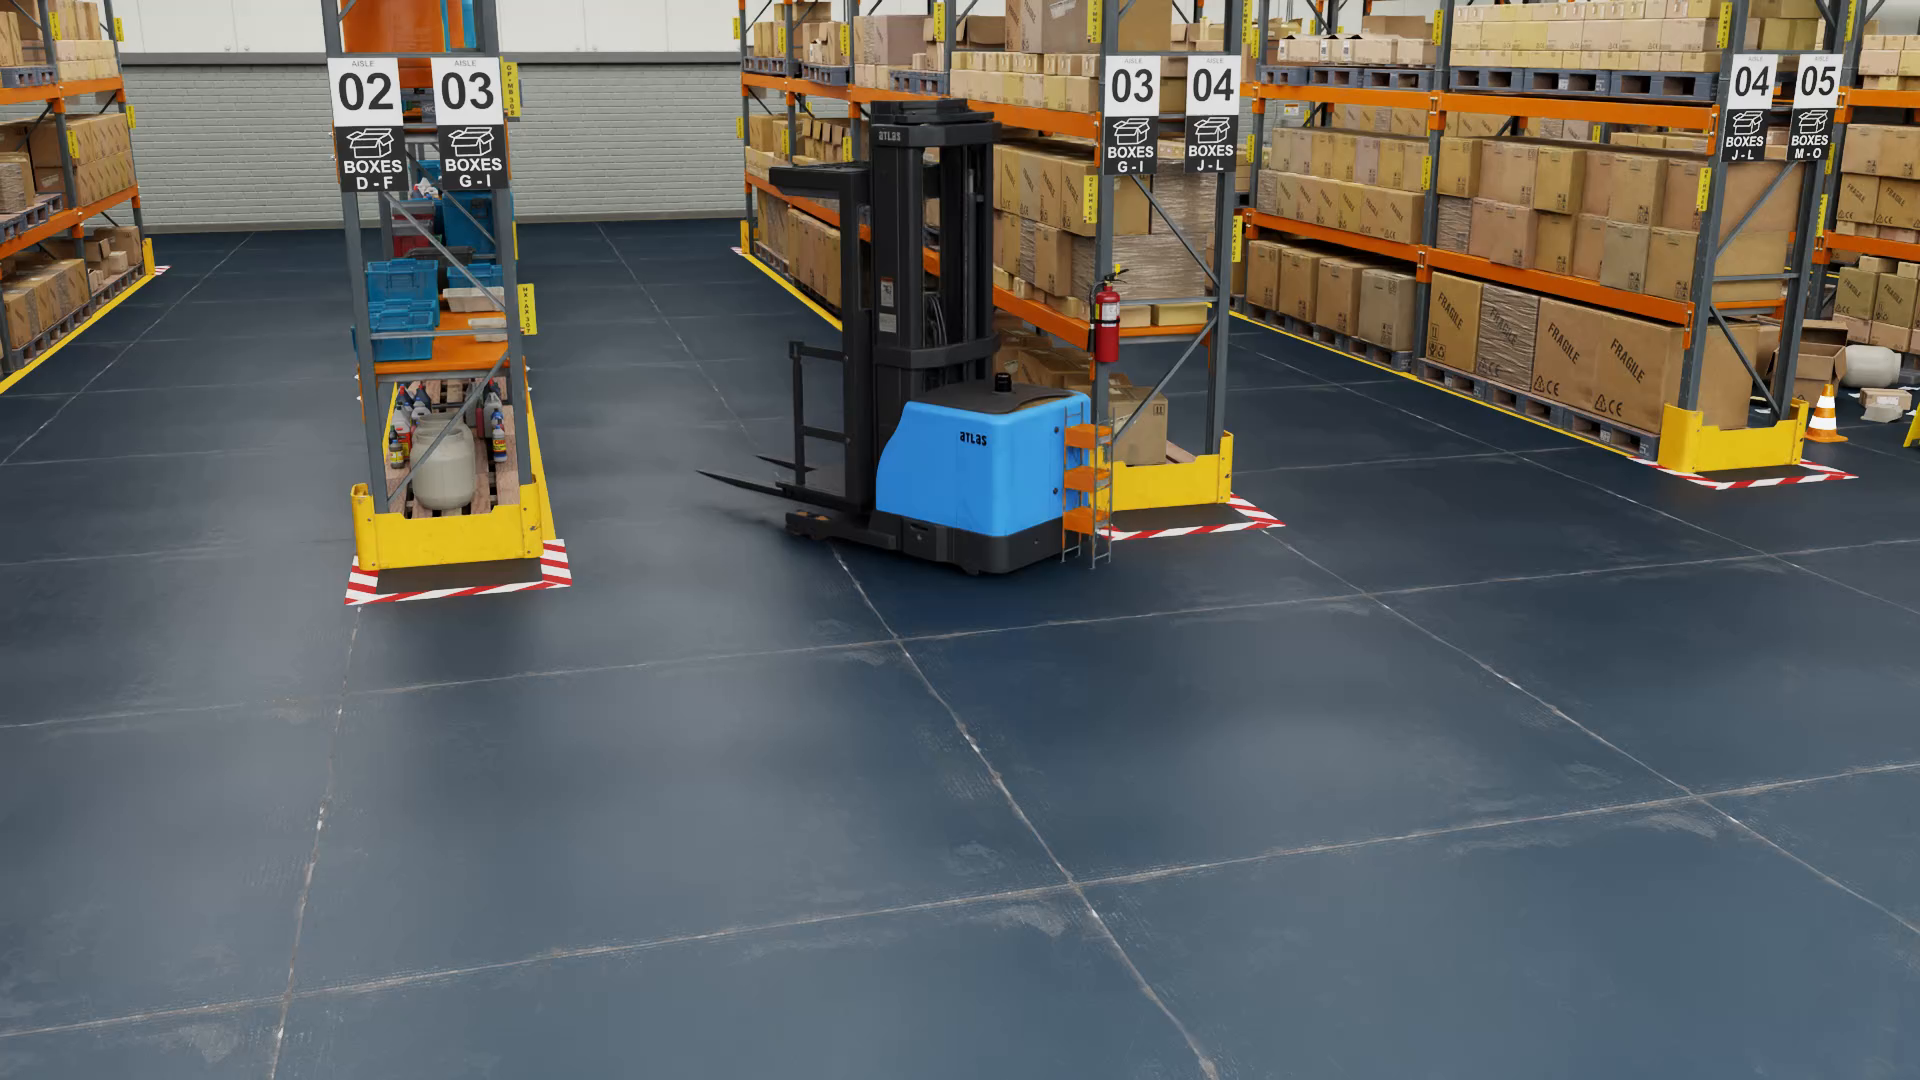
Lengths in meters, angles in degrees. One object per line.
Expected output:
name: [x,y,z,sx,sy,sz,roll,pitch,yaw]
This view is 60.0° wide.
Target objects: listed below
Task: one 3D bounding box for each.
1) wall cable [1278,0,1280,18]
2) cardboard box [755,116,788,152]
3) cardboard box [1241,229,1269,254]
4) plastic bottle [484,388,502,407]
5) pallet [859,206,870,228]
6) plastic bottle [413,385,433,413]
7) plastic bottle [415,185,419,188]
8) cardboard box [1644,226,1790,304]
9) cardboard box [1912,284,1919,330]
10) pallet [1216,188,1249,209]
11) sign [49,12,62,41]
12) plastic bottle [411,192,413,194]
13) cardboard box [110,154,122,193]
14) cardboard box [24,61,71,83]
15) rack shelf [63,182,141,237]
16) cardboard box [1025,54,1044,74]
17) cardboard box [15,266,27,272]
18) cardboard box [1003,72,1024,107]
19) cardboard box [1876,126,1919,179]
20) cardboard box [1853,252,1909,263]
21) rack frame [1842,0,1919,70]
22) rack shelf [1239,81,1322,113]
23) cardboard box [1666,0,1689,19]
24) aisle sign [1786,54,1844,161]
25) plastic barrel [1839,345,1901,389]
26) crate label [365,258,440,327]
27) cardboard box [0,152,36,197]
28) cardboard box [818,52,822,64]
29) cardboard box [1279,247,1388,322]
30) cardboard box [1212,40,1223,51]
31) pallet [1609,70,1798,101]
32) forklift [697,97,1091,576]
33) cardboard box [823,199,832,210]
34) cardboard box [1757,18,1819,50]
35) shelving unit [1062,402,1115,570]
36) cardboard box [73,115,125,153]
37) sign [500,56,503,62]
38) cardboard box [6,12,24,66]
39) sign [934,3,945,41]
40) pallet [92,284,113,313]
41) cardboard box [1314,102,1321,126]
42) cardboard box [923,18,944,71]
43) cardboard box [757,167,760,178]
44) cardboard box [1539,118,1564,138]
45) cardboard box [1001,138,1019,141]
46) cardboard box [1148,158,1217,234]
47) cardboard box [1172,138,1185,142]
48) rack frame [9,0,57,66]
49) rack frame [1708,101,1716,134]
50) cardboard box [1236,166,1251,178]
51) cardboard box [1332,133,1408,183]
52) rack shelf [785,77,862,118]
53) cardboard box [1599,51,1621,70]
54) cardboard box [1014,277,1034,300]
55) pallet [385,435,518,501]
wall cable: [5.468,-11.393,33.737,2.355,3.000,0.029,-5,17,-15]
cardboard box: [-2.792,-6.121,25.054,0.500,0.500,0.500,-5,17,-17]
cardboard box: [3.605,-3.809,21.230,0.500,0.250,0.500,-5,17,-17]
plastic bottle: [-3.819,-1.060,13.605,0.144,0.351,0.185,-5,17,-16]
pallet: [-0.453,-3.633,18.665,1.213,0.211,1.003,-5,17,-15]
plastic bottle: [-4.453,-1.113,13.782,0.144,0.351,0.185,-5,17,-15]
plastic bottle: [-6.746,-4.273,20.686,0.097,0.271,0.097,0,17,0]
cardboard box: [6.099,-2.235,13.419,0.875,0.550,0.550,-5,17,-15]
cardboard box: [10.078,-2.358,16.836,0.500,0.500,0.500,-4,17,-12]
pallet: [3.747,-4.374,21.134,1.213,0.211,1.003,-5,17,-15]
sign: [-10.844,-6.155,19.932,0.100,0.325,0.005,-5,17,-15]
plastic bottle: [-6.436,-3.948,19.585,0.061,0.283,0.133,-5,17,-15]
cardboard box: [-11.813,-5.008,22.736,0.500,0.500,0.500,-5,17,-15]
cardboard box: [-11.272,-5.756,20.448,0.500,0.250,0.500,-5,17,-15]
rack shelf: [-11.926,-4.446,22.290,1.077,0.370,4.000,-5,17,-15]
cardboard box: [0.720,-3.669,12.805,0.380,0.149,0.250,-6,18,-18]
cardboard box: [-11.321,-2.951,19.644,0.500,0.500,0.500,-4,17,-14]
cardboard box: [0.655,-3.597,13.261,0.500,0.250,0.500,-5,17,-16]
cardboard box: [9.908,-3.978,17.051,0.700,0.500,0.500,-5,17,-15]
cardboard box: [13.226,-4.194,23.816,0.500,0.500,0.500,-4,17,-14]
rack frame: [9.876,-6.464,17.327,1.000,3.000,0.127,-5,17,-15]
rack shelf: [3.496,-5.923,21.992,1.077,0.370,4.000,-5,17,-15]
cardboard box: [5.758,-4.147,12.978,0.380,0.149,0.250,-5,17,-15]
aisle sign: [6.552,-3.314,12.751,0.394,0.787,0.004,-5,17,-15]
plastic barrel: [8.952,-1.702,16.381,0.512,0.421,0.421,7,18,23]
crate label: [-4.081,-1.813,12.214,0.502,0.435,0.616,-5,17,-15]
cardboard box: [-11.461,-4.338,19.775,0.700,0.500,0.500,-12,20,-34]
cardboard box: [-1.586,-6.113,21.083,0.380,0.149,0.250,-5,18,-18]
cardboard box: [4.370,-2.984,19.353,1.050,0.750,0.750,-4,17,-14]
cardboard box: [3.494,-6.037,20.948,0.500,0.500,0.500,-5,17,-15]
pallet: [6.030,-3.663,13.373,1.003,0.211,1.213,-5,17,-15]
forklift: [-0.581,-1.504,11.364,3.031,2.935,1.130,13,21,38]
cardboard box: [-1.402,-4.360,20.578,0.500,0.500,0.500,-5,18,-17]
cardboard box: [6.358,-3.975,13.096,0.500,0.250,0.500,-5,17,-15]
shelving unit: [0.831,-0.351,10.795,0.252,1.050,0.215,13,21,38]
cardboard box: [-11.949,-5.630,23.068,0.500,0.500,0.500,-4,17,-14]
sign: [-3.882,-3.897,13.980,0.100,0.325,0.005,-5,17,-15]
cardboard box: [-11.309,-5.826,19.341,0.600,0.600,0.600,-6,18,-20]
sign: [-0.185,-4.635,14.870,0.100,0.325,0.005,-5,17,-15]
pallet: [-11.564,-3.092,21.379,1.003,0.211,1.213,-5,17,-15]
cardboard box: [6.437,-7.281,28.566,0.500,0.500,0.500,-5,17,-16]
cardboard box: [0.054,-4.892,16.402,0.797,0.503,0.637,-4,17,-13]
cardboard box: [-2.885,-5.597,25.309,0.380,0.149,0.250,-5,17,-16]
cardboard box: [8.235,-5.487,22.593,0.500,0.500,0.500,-4,17,-14]
cardboard box: [0.227,-3.331,14.900,0.500,0.500,0.500,-5,17,-15]
cardboard box: [1.558,-2.543,12.276,0.500,0.500,0.500,-5,17,-15]
cardboard box: [3.244,-5.654,23.733,0.380,0.149,0.250,-4,17,-13]
rack frame: [-11.376,-7.111,19.482,1.000,3.000,0.127,-5,17,-15]
rack frame: [12.449,-6.197,26.867,1.000,3.000,0.127,-5,17,-15]
cardboard box: [3.472,-4.601,20.746,0.380,0.149,0.250,-4,17,-14]
cardboard box: [4.583,-4.256,18.496,0.700,0.500,0.500,-5,17,-16]
rack shelf: [-1.301,-5.559,20.779,1.077,0.370,4.000,-5,17,-15]
cardboard box: [5.547,-3.977,13.796,0.380,0.149,0.250,-5,17,-16]
cardboard box: [0.657,-2.049,13.497,0.380,0.149,0.250,-5,17,-15]
pallet: [-3.931,-0.553,12.925,1.003,0.211,1.213,-5,17,-15]
